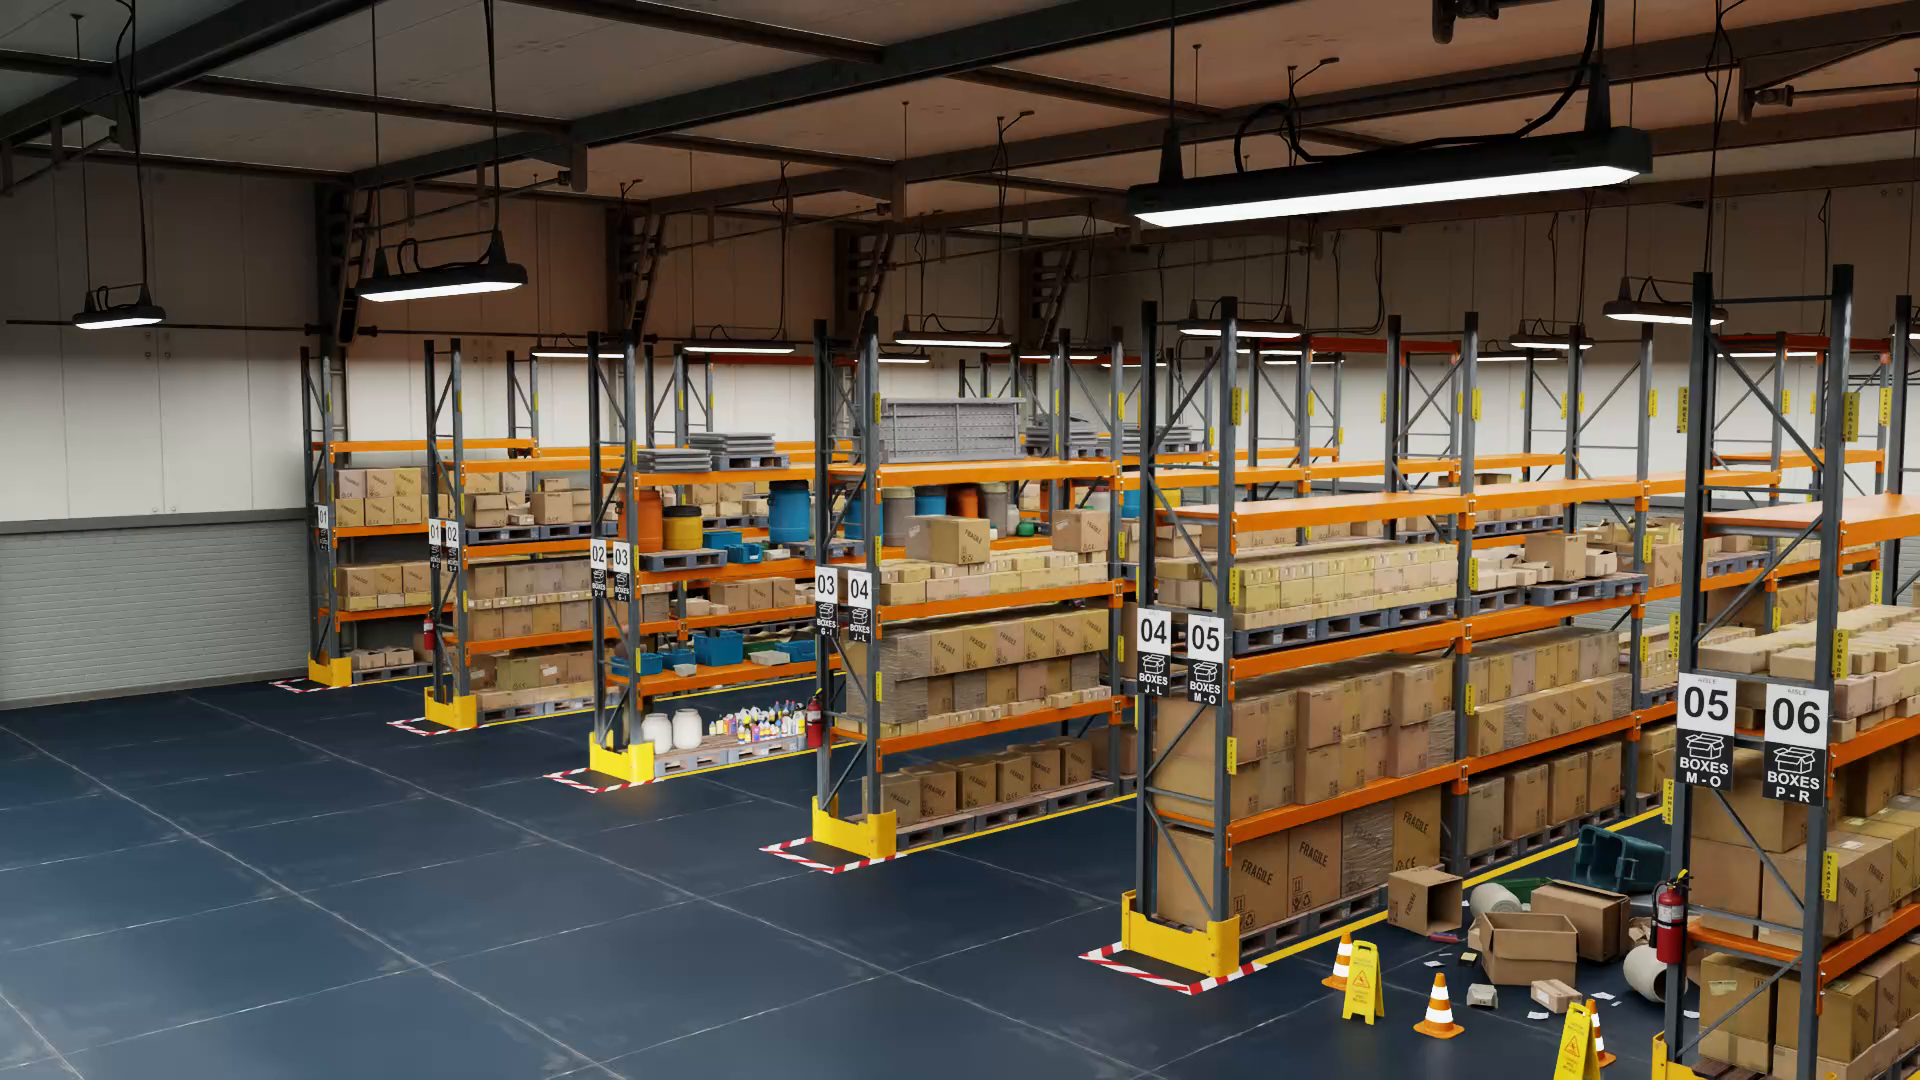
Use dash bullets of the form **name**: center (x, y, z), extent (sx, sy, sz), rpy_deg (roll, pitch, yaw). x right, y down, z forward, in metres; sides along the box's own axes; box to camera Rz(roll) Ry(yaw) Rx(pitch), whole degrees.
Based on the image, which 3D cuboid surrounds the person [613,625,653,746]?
- **person**: center (-4.810, 2.236, 24.444), extent (0.571, 1.625, 0.510), rpy_deg (1, 5, 14)
